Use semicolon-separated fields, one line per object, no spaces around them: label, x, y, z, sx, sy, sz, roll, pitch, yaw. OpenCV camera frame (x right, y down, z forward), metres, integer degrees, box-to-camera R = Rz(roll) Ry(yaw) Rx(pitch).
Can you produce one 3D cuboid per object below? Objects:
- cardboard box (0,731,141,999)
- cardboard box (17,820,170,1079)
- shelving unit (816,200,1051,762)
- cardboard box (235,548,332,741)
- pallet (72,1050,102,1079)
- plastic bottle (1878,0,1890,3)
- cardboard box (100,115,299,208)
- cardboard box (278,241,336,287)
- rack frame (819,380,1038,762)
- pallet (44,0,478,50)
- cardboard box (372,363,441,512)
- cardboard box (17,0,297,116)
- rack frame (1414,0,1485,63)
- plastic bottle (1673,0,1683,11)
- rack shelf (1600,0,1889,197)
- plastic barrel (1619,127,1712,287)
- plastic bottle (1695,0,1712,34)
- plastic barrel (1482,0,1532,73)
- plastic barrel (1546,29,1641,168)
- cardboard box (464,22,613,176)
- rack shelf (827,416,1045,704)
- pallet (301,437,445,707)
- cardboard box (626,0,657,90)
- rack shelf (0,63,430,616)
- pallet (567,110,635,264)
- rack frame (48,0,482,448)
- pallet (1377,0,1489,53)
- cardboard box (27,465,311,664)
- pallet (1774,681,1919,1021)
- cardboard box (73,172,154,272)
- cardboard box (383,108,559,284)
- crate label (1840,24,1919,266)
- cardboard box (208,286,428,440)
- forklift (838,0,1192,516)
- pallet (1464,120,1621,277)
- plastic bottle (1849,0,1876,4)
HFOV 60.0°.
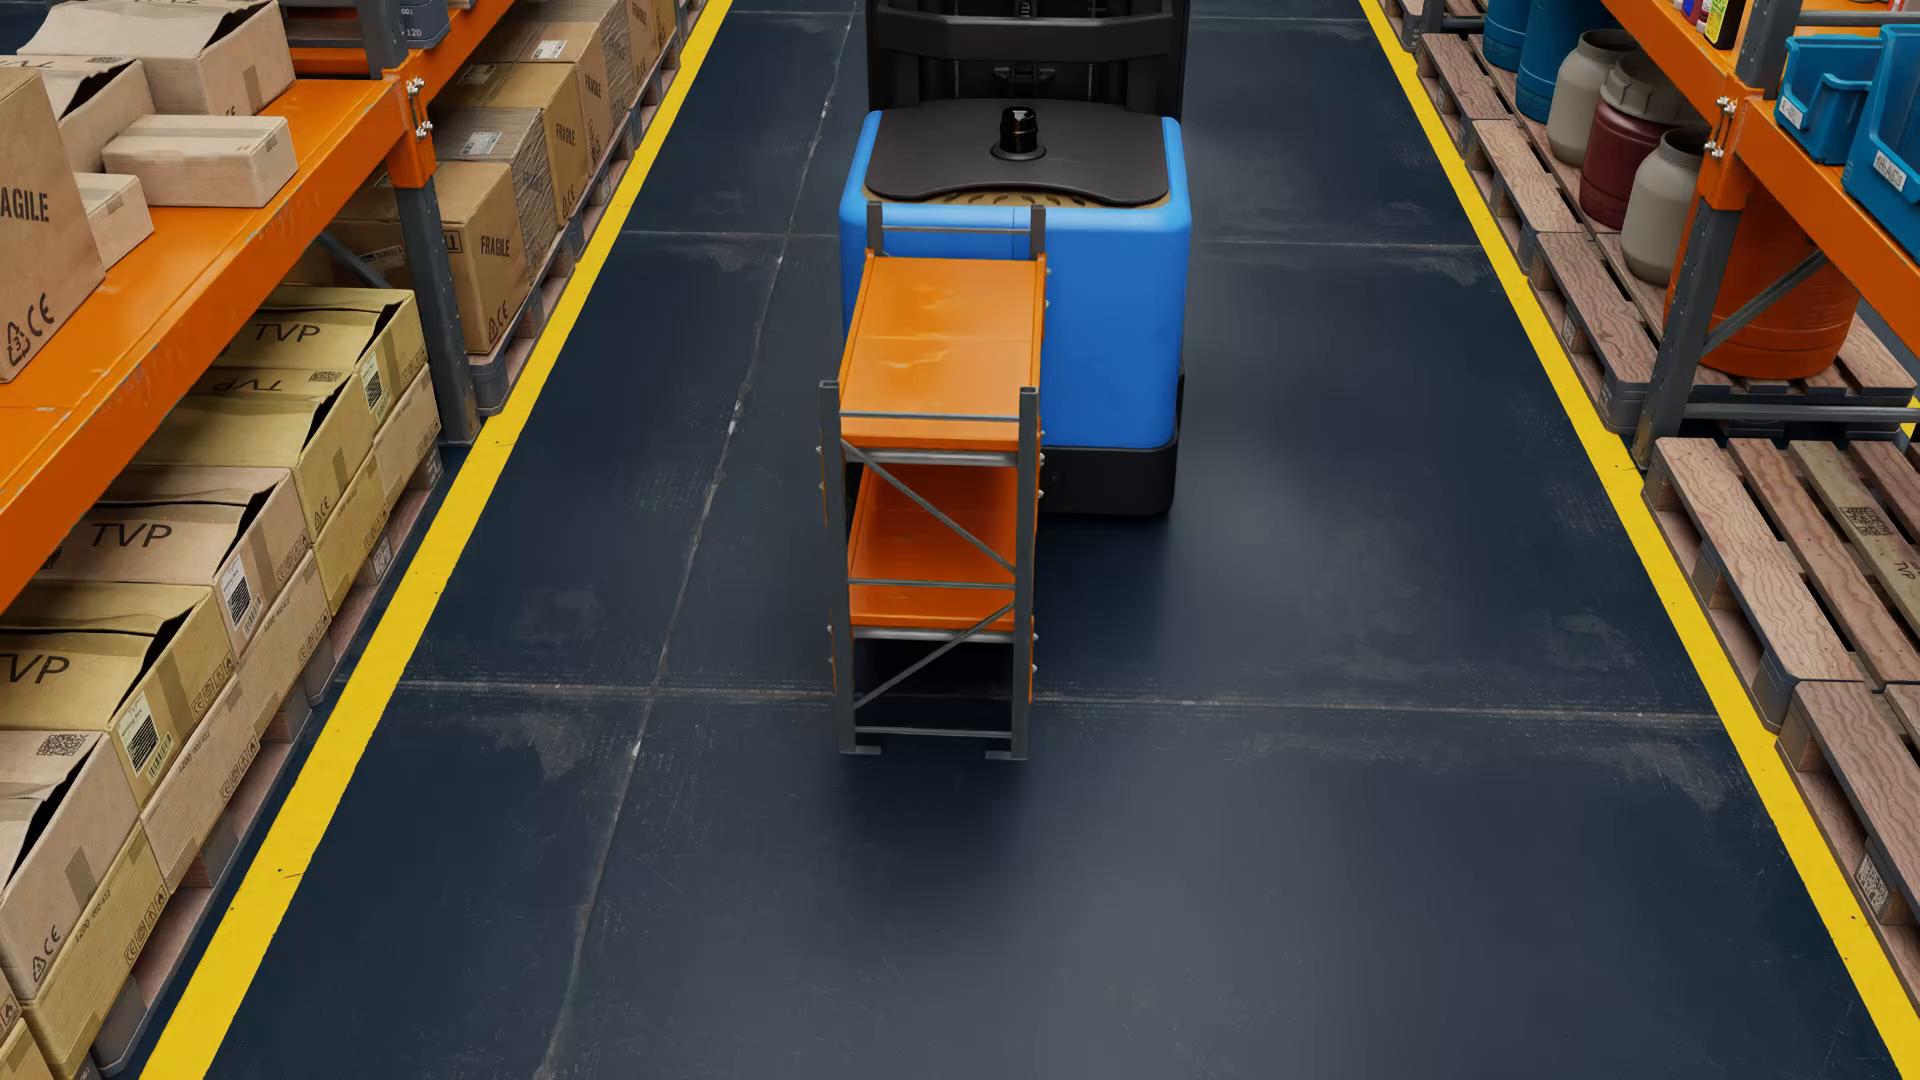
cardboard box;-2.020;0.614;3.306;0.500;0.311;0.500;0;35;0
cardboard box;-2.026;0.842;3.469;0.500;0.250;0.500;0;35;0
shelving unit;-0.041;-0.181;4.529;0.538;1.125;1.048;2;35;3
cardboard box;-1.987;0.255;4.305;0.500;0.250;0.500;2;35;3
pallet;-2.339;1.423;3.041;1.003;0.211;1.213;1;35;2
plastic bottle;3.139;-1.931;5.497;0.152;0.276;0.135;1;35;2
cardboard box;-1.929;-0.966;4.234;0.380;0.149;0.250;1;35;2
cardboard box;-2.366;-1.292;6.270;0.500;0.500;0.500;3;35;4
rack frame;-0.071;0.111;4.114;0.500;1.125;0.032;2;35;3
pallet;-2.212;-1.904;5.517;1.213;0.211;1.003;1;35;2
cardboard box;-1.947;-0.330;5.138;0.500;0.250;0.500;2;35;3
cardboard box;-2.228;-1.347;4.636;0.500;0.311;0.500;3;35;5
rack frame;2.941;-3.773;8.010;1.000;3.000;0.127;1;35;2
plastic bottle;2.402;-1.834;5.424;0.097;0.201;0.097;0;35;0
rack shelf;2.860;-2.330;6.582;1.077;0.370;4.000;1;35;2
plastic barrel;2.716;-1.237;6.200;0.421;0.512;0.421;0;35;0
plastic bottle;2.393;-1.702;5.236;0.097;0.201;0.097;0;35;0
plastic barrel;2.902;-2.774;8.048;0.600;0.901;0.708;1;35;2
plastic barrel;2.761;-1.886;7.123;0.421;0.512;0.421;0;35;0
cardboard box;-1.809;-1.893;7.126;0.500;0.500;0.500;0;35;0
rack shelf;-0.041;0.019;4.670;0.538;0.278;1.000;2;35;3
pallet;-2.241;0.021;5.036;1.003;0.211;1.213;1;35;2
cardboard box;-1.770;-2.473;7.951;0.500;0.500;0.500;1;35;2
rack shelf;-2.250;-0.148;3.478;1.077;0.370;4.000;1;35;2
pallet;-2.050;-1.578;7.311;1.003;0.211;1.213;1;35;2
rack frame;-2.169;-1.592;4.906;1.000;3.000;0.127;1;35;2
pallet;2.931;-3.056;9.414;1.003;0.211;1.213;1;35;2
cardboard box;-1.982;0.028;4.141;0.500;0.311;0.500;1;35;2
pallet;2.658;0.809;3.915;1.003;0.211;1.213;1;35;2
cardboard box;-2.164;-0.755;3.934;0.380;0.149;0.250;4;35;5
cardboard box;-1.850;-1.305;6.289;0.500;0.500;0.500;0;35;0
crate label;2.470;-0.925;3.926;0.502;0.435;0.616;1;35;2
cardboard box;-1.944;-0.561;4.978;0.500;0.311;0.500;2;35;3
forklift;0.241;-2.100;5.689;1.130;2.935;3.031;2;35;3
pallet;2.822;-1.487;7.182;1.003;0.211;1.213;1;35;2
plastic bottle;3.013;-1.893;5.507;0.097;0.201;0.097;0;35;0
